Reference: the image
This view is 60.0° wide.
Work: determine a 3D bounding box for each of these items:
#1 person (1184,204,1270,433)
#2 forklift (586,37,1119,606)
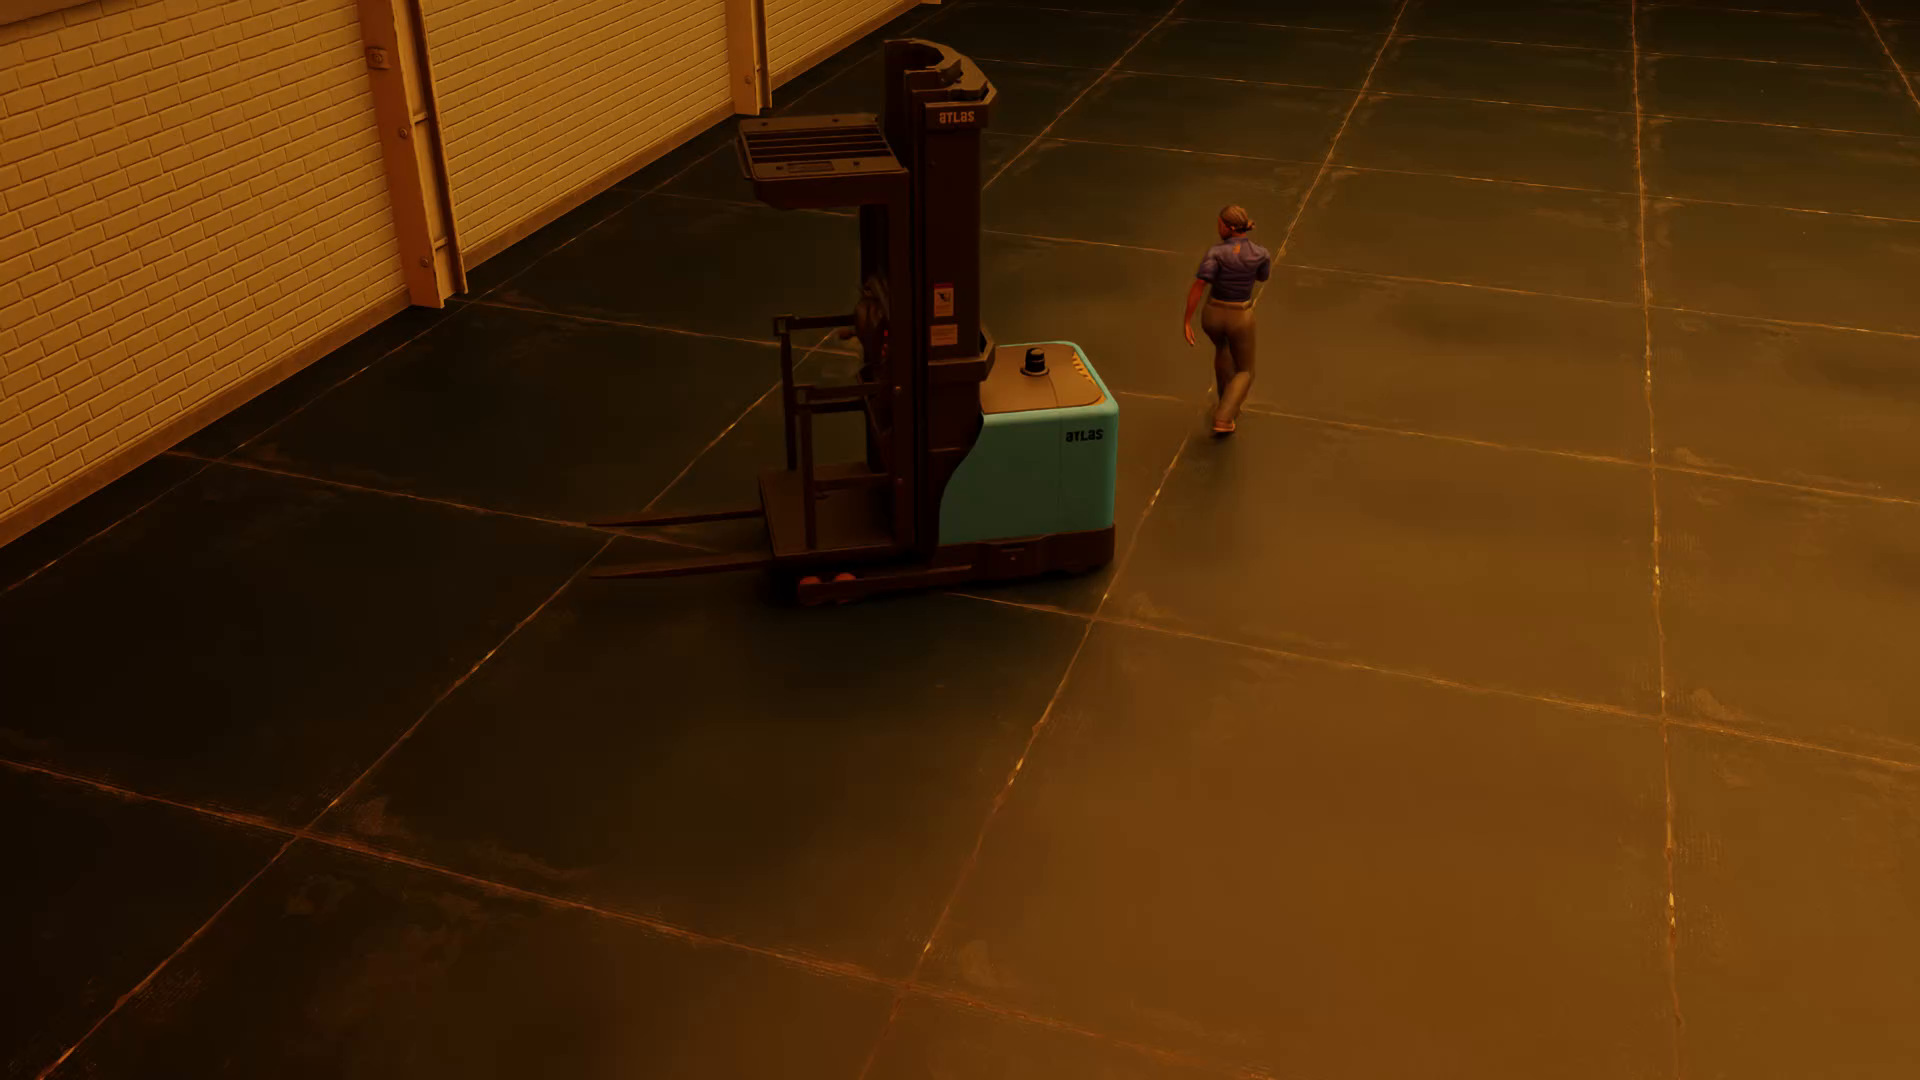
[{"bbox_3d":[1.801,-1.497,11.174,0.479,1.582,0.855,9,31,15],"label":"person"},{"bbox_3d":[-0.664,-1.182,9.209,3.031,2.935,1.130,-6,30,-10],"label":"forklift"}]
